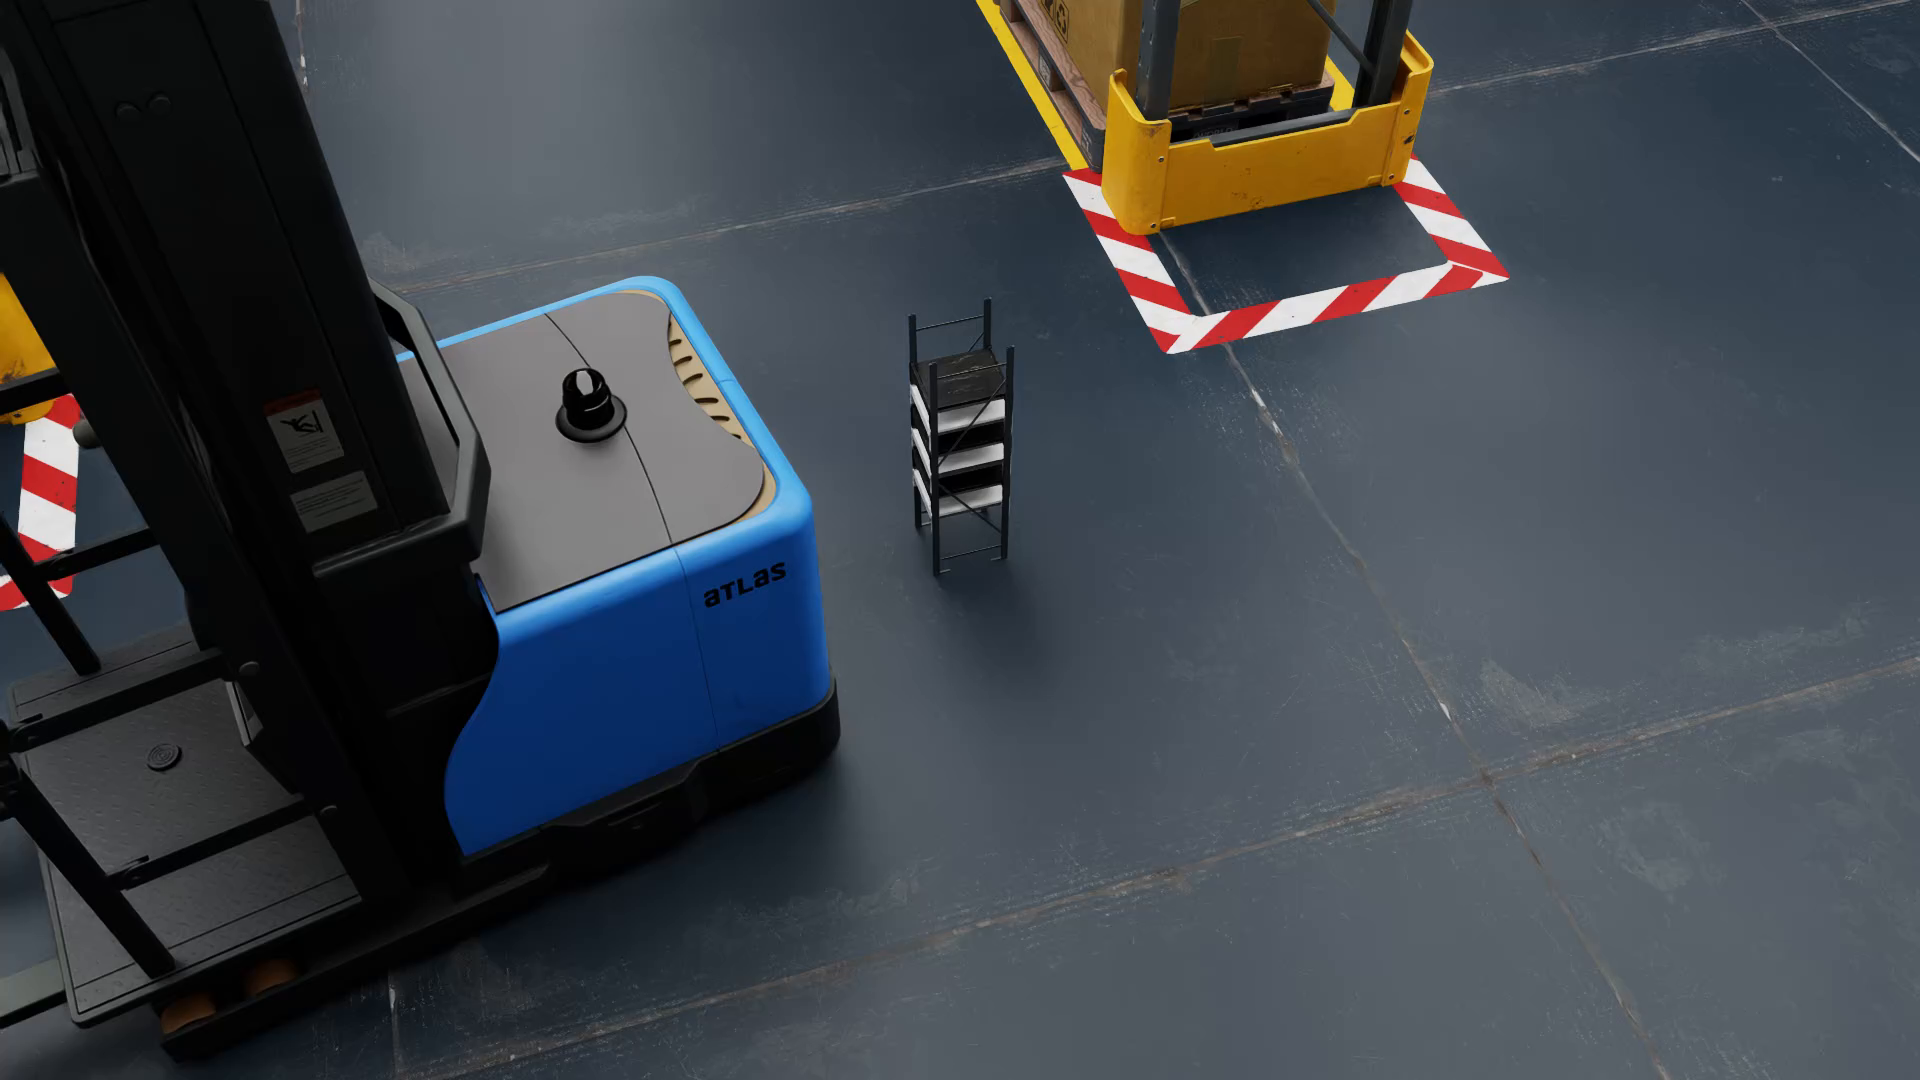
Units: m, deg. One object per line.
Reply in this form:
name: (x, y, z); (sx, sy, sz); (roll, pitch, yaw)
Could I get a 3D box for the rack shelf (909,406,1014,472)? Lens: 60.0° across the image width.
rack shelf: (0.002, -0.321, 4.858); (0.258, 0.077, 0.200); (-13, 51, -11)

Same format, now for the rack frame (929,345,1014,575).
rack frame: (0.032, -0.210, 4.838); (0.240, 0.900, 0.006); (-13, 51, -11)

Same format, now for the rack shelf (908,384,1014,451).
rack shelf: (0.002, -0.379, 4.789); (0.258, 0.077, 0.200); (-13, 51, -11)

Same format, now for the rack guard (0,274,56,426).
rack guard: (-3.664, -0.567, 5.401); (1.175, 0.500, 0.348); (-13, 51, -11)

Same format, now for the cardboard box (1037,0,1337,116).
cardboard box: (0.861, -2.265, 6.312); (0.875, 0.875, 0.875); (-13, 51, -11)

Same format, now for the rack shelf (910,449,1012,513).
rack shelf: (0.002, -0.205, 4.995); (0.258, 0.077, 0.200); (-13, 51, -11)

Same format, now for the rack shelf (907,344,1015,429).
rack shelf: (0.002, -0.437, 4.720); (0.258, 0.077, 0.200); (-13, 51, -11)

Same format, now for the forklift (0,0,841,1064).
forklift: (-1.883, -0.130, 3.442); (3.031, 2.935, 1.130); (-22, 53, -18)

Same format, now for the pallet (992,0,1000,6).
pallet: (0.458, -2.922, 7.575); (1.003, 0.211, 1.213); (-13, 51, -11)

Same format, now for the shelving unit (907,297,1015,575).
shelving unit: (0.002, -0.284, 4.901); (0.258, 0.900, 0.210); (-13, 51, -11)

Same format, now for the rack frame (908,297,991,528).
rack frame: (-0.028, -0.358, 4.964); (0.240, 0.900, 0.006); (-13, 51, -11)

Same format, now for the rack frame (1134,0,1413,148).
rack frame: (1.127, -2.365, 5.282); (1.000, 3.000, 0.127); (-13, 51, -11)

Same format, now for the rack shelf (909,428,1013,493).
rack shelf: (0.002, -0.263, 4.926); (0.258, 0.077, 0.200); (-13, 51, -11)

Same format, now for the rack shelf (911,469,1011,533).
rack shelf: (0.002, -0.147, 5.064); (0.258, 0.077, 0.200); (-13, 51, -11)

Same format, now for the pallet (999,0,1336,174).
pallet: (0.816, -2.032, 6.825); (1.003, 0.211, 1.213); (-13, 51, -11)

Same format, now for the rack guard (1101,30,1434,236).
rack guard: (1.134, -1.542, 6.223); (1.175, 0.500, 0.348); (-13, 51, -11)
